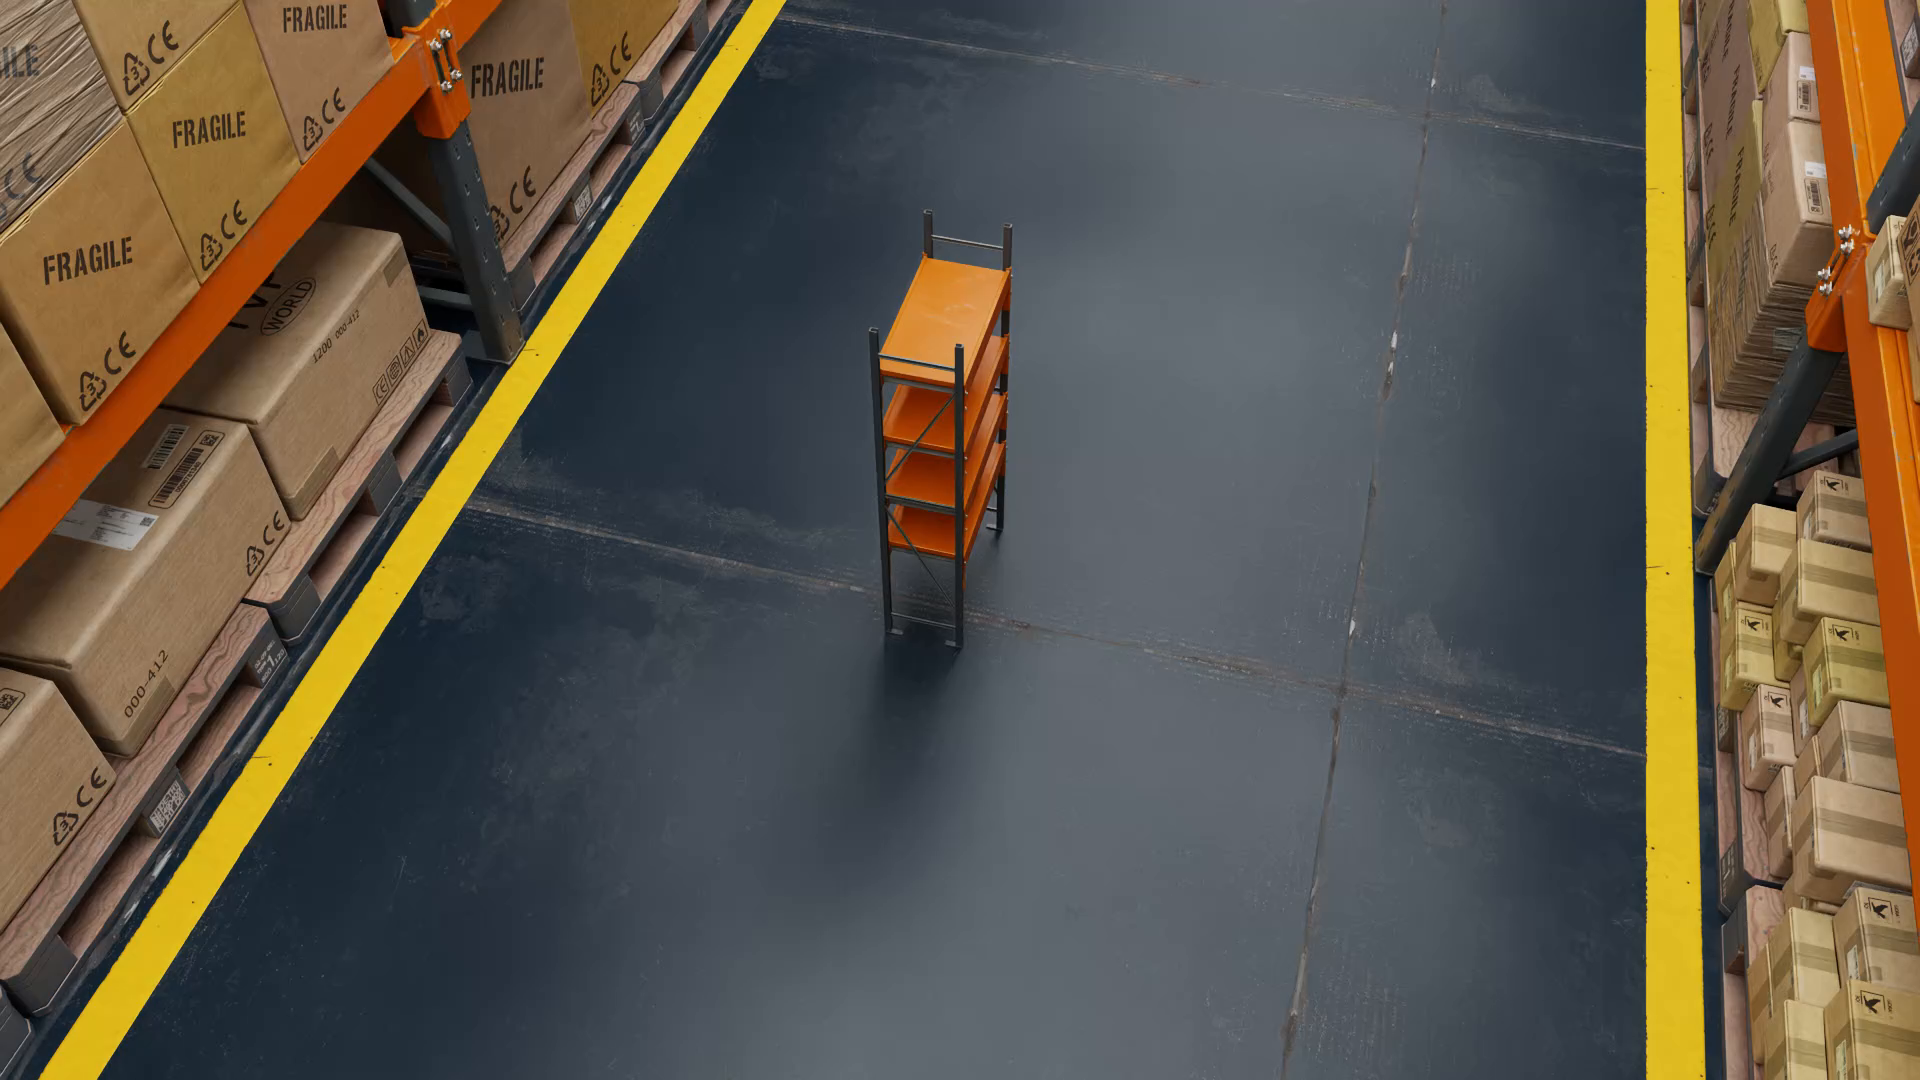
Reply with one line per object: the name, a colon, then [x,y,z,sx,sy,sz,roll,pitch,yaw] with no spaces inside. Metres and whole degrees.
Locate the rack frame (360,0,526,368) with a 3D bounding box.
rack frame: [-2.026,-1.736,4.781,1.000,3.000,0.127,12,50,10]

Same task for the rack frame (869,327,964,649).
rack frame: [-0.108,-0.101,4.539,0.240,1.200,0.015,12,50,10]

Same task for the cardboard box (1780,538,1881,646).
cardboard box: [2.356,0.172,4.323,0.380,0.149,0.250,14,50,12]

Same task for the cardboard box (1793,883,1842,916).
cardboard box: [2.193,0.846,3.925,0.380,0.149,0.250,14,50,12]

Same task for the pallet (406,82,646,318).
pallet: [-1.896,-1.386,6.332,1.003,0.211,1.213,12,50,10]

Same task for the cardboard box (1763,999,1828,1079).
cardboard box: [1.977,1.190,3.622,0.380,0.149,0.250,12,50,10]

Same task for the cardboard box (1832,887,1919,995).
cardboard box: [2.152,0.939,3.645,0.380,0.149,0.250,10,49,8]

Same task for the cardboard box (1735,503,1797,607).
cardboard box: [2.372,0.073,4.608,0.380,0.149,0.250,14,50,12]

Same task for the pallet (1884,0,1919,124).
pallet: [3.117,-1.292,4.518,1.003,0.211,1.213,12,50,10]

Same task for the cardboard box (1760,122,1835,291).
cardboard box: [2.728,-0.980,5.002,0.500,0.250,0.500,10,49,9]

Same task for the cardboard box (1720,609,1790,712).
cardboard box: [2.300,0.365,4.549,0.380,0.149,0.250,13,50,11]

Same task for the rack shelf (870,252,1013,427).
rack shelf: [-0.044,-0.537,4.400,0.258,0.148,0.480,12,50,10]

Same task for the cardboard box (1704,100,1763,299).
cardboard box: [2.863,-1.100,5.607,0.500,0.500,0.500,11,49,9]

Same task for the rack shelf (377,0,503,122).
rack shelf: [-1.500,-2.944,6.328,1.077,0.370,4.000,12,50,10]

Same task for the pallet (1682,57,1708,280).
pallet: [3.298,-1.358,6.308,1.003,0.211,1.213,12,50,10]

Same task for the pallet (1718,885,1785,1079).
pallet: [2.314,1.469,3.813,1.003,0.211,1.213,12,50,10]

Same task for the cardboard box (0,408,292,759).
cardboard box: [-2.530,0.054,4.631,0.875,0.438,0.875,10,49,9]

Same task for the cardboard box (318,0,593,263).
cardboard box: [-1.940,-1.636,5.830,0.875,0.875,0.875,13,50,11]

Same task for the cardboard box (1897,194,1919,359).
cardboard box: [2.402,-0.655,3.562,0.500,0.500,0.500,11,49,9]

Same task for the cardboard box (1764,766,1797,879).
cardboard box: [2.266,0.749,4.210,0.380,0.149,0.250,11,49,9]

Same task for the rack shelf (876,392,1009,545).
rack shelf: [-0.044,-0.233,4.745,0.258,0.148,0.480,12,50,10]

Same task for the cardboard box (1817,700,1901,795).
cardboard box: [2.290,0.557,3.982,0.380,0.149,0.250,10,49,9]

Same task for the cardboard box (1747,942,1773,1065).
cardboard box: [2.068,1.119,3.883,0.380,0.149,0.250,10,49,9]

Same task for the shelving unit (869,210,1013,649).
shelving unit: [-0.044,-0.277,4.694,0.258,1.200,0.503,12,50,10]

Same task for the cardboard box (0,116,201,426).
cardboard box: [-2.150,-0.643,3.750,0.500,0.500,0.500,11,49,9]

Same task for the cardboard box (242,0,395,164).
cardboard box: [-1.902,-1.383,4.403,0.500,0.500,0.500,12,50,10]

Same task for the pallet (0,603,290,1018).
pallet: [-2.621,0.607,4.574,1.003,0.211,1.213,12,50,10]

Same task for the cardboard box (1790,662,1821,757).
cardboard box: [2.362,0.457,4.269,0.380,0.149,0.250,11,50,10]

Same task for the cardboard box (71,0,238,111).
cardboard box: [-2.026,-1.338,3.697,0.500,0.500,0.500,11,49,9]

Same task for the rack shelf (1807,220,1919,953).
rack shelf: [2.249,0.853,2.976,1.077,0.370,4.000,12,50,10]

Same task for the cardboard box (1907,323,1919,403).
cardboard box: [2.389,-0.407,3.776,0.380,0.149,0.250,13,50,11]

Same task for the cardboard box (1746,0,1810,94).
cardboard box: [3.001,-1.735,5.667,0.500,0.250,0.500,10,49,8]

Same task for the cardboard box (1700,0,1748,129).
cardboard box: [3.137,-1.839,6.260,0.500,0.500,0.500,10,49,9]
